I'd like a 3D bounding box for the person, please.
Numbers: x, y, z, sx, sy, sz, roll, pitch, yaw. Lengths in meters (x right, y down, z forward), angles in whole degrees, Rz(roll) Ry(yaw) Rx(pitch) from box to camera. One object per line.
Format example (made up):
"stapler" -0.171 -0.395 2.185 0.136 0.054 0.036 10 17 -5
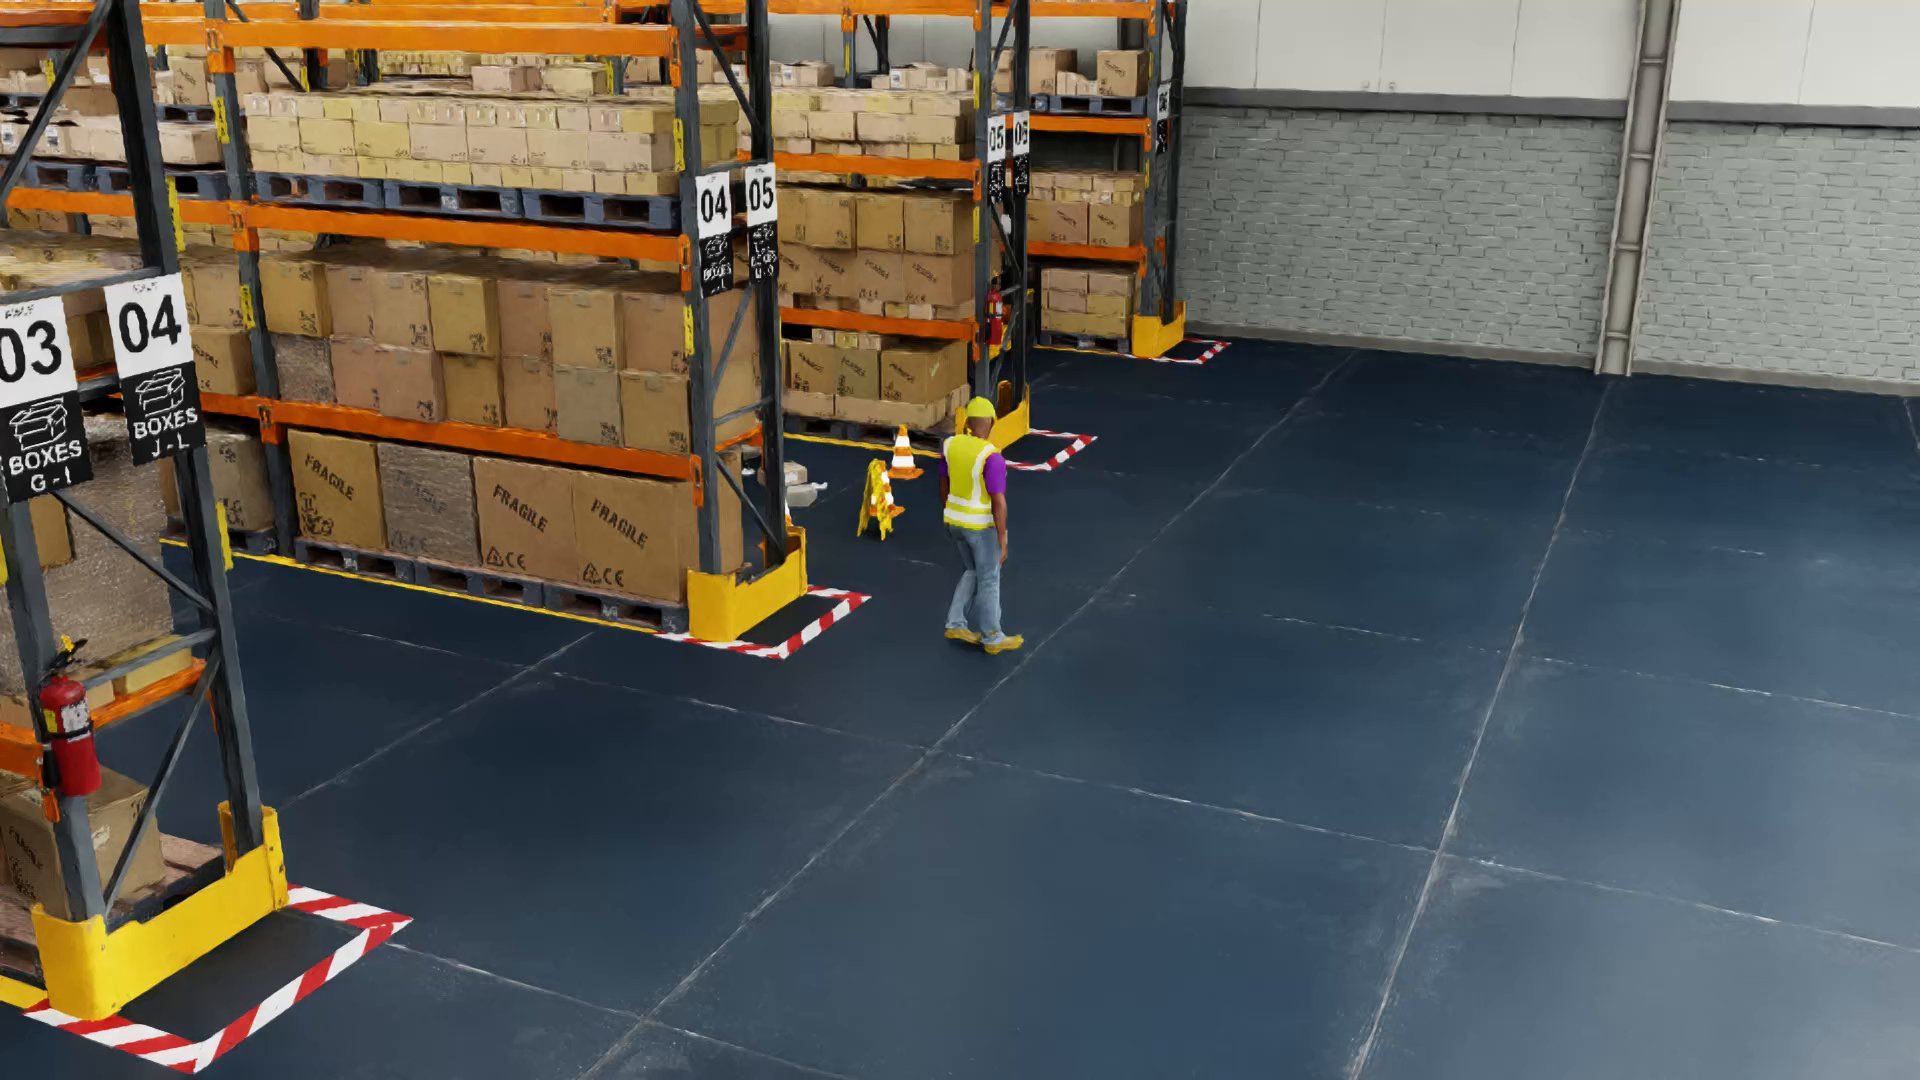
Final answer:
"person" 0.125 -0.103 11.332 0.480 1.765 0.651 -16 25 -39
